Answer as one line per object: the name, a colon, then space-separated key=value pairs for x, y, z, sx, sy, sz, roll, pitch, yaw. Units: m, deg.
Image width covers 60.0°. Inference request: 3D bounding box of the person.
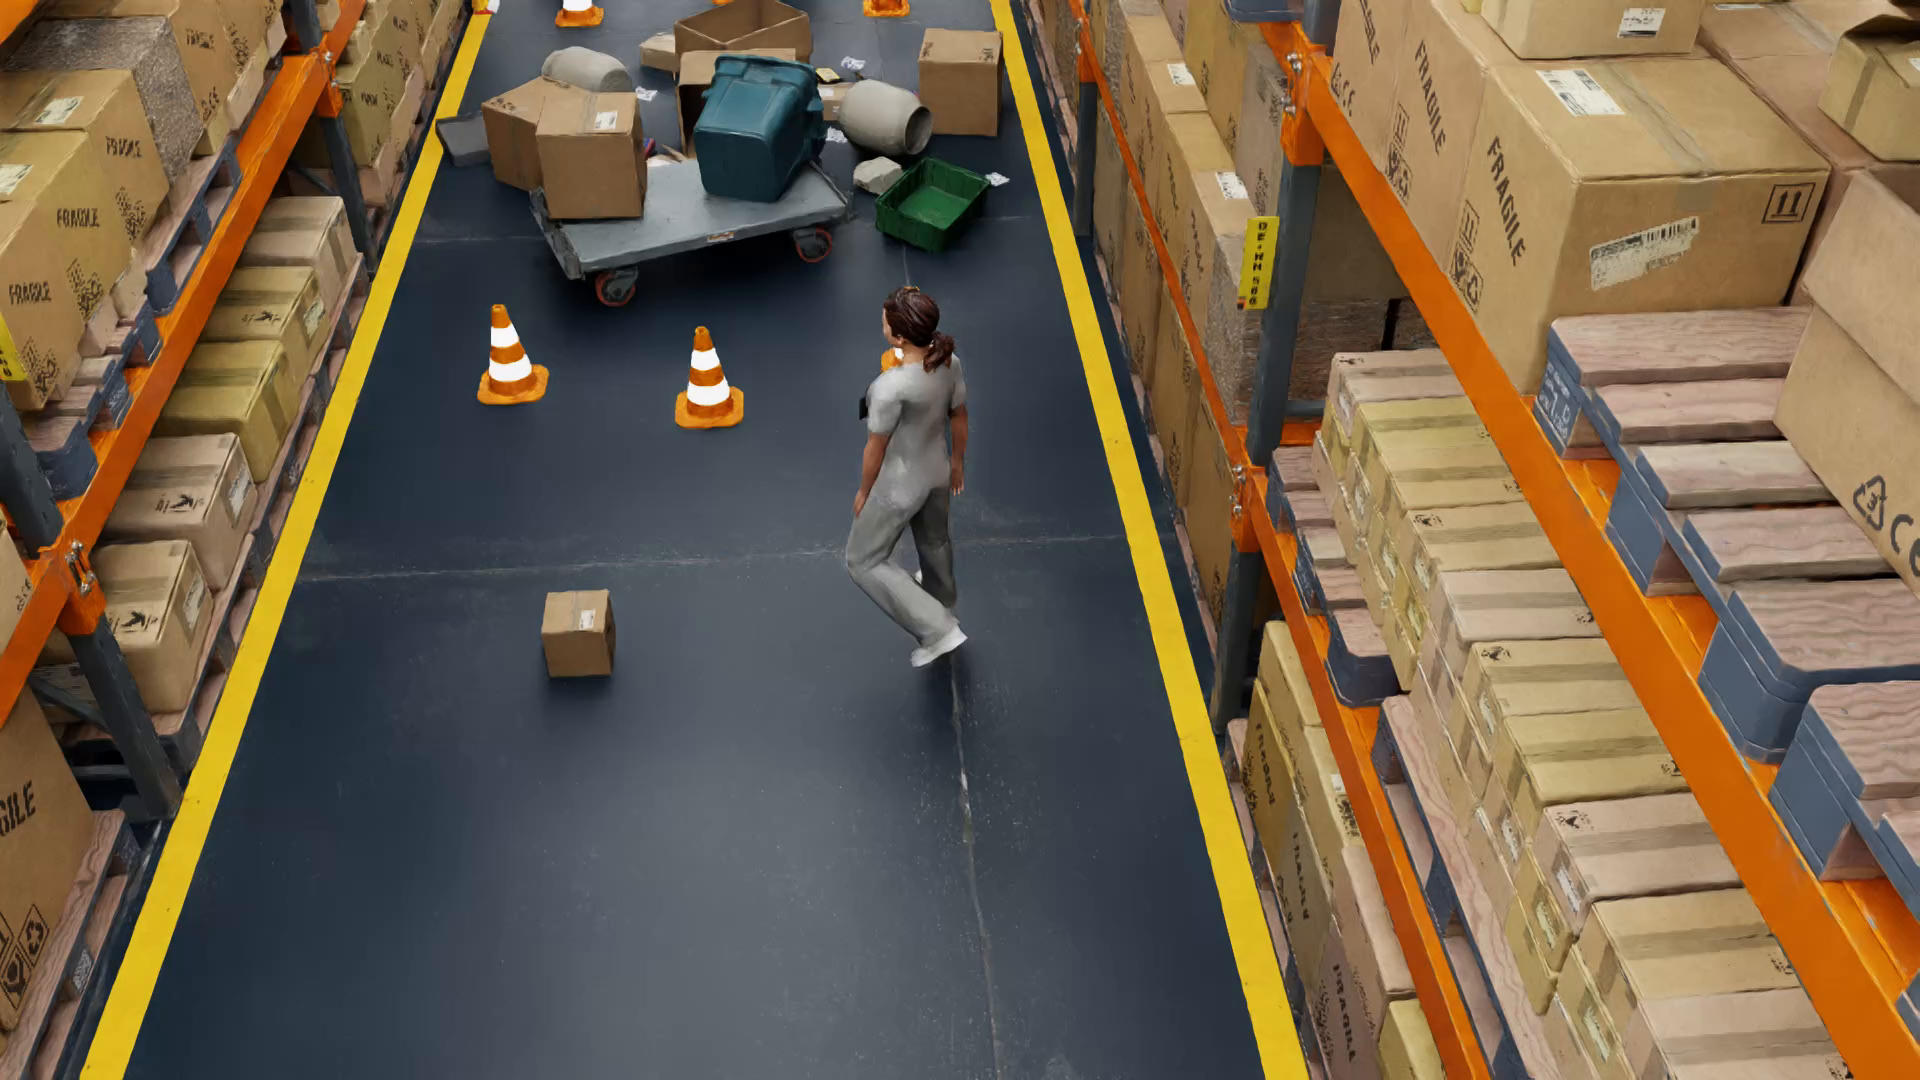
person: x=-0.129 y=-0.226 z=6.408 sx=0.585 sy=1.665 sz=0.602 roll=28 pitch=47 yaw=30
